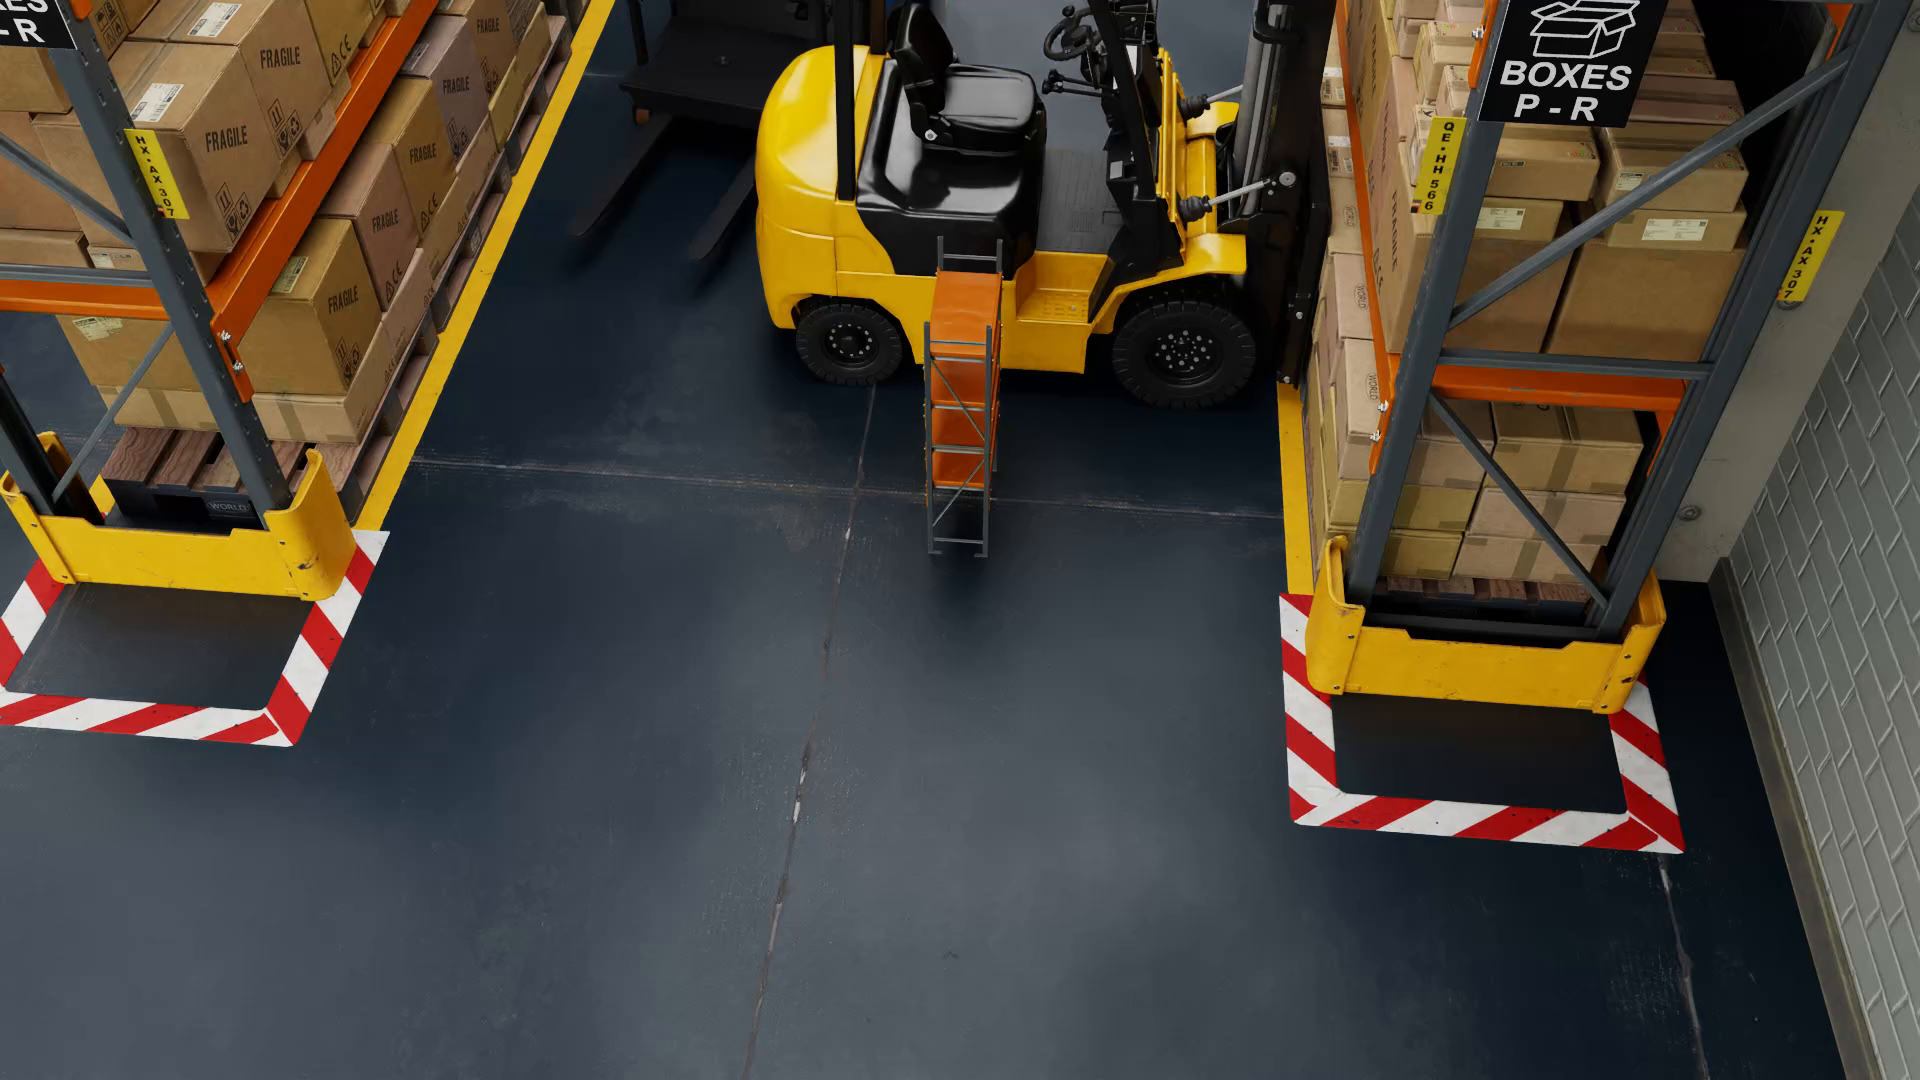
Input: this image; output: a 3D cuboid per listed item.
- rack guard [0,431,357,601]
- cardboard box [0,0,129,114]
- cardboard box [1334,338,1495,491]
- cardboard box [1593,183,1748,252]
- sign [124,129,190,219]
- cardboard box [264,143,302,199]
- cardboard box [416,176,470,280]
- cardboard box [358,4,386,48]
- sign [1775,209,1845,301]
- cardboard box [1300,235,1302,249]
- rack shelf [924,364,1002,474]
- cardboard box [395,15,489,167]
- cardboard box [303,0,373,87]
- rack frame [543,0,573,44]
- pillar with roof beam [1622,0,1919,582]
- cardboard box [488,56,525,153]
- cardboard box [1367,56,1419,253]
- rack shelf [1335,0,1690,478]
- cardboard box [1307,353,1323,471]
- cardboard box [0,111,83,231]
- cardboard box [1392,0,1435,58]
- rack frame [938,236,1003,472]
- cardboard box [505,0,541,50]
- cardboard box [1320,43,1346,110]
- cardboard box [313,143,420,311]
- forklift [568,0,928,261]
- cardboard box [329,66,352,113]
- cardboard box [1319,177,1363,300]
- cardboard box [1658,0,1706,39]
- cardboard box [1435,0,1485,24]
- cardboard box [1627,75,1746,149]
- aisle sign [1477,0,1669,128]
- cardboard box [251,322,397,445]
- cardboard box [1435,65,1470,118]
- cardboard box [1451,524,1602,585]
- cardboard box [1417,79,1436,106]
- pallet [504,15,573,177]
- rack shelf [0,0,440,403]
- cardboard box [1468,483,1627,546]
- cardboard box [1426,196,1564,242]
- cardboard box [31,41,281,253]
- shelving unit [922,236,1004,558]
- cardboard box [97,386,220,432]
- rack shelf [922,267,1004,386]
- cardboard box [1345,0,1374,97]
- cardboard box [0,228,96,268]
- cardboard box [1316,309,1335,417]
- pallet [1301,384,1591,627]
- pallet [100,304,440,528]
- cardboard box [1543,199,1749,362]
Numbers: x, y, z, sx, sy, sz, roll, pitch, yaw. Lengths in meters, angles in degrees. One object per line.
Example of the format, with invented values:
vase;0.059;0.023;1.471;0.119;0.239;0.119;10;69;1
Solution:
rack guard;-3.031;-0.091;6.494;1.175;0.500;0.348;4;48;4
cardboard box;-3.208;-1.740;5.362;0.700;0.500;0.500;3;48;3
cardboard box;1.637;-0.458;6.037;0.500;0.250;0.500;5;48;5
cardboard box;2.195;-1.032;5.154;0.380;0.149;0.250;3;48;3
sign;-2.497;-1.135;5.168;0.100;0.325;0.005;4;48;4
cardboard box;-2.687;-1.406;6.173;0.380;0.149;0.250;2;48;2
cardboard box;-2.597;-1.443;7.616;0.500;0.250;0.500;7;48;6
cardboard box;-2.610;-2.171;6.873;0.380;0.149;0.250;3;48;2
sign;2.458;-0.825;4.831;0.100;0.325;0.005;4;48;4
cardboard box;1.768;-1.243;7.433;0.500;0.250;0.500;5;48;5
rack shelf;0.015;-0.481;6.468;0.258;0.148;0.480;4;48;4
cardboard box;-2.550;-2.083;7.693;0.500;0.500;0.500;6;48;6
cardboard box;-2.629;-2.098;6.366;0.500;0.500;0.500;3;48;3
rack frame;-2.673;-3.818;8.209;1.000;3.000;0.127;4;48;4
pillar with roof beam;-1.420;-3.313;3.682;9.100;9.000;0.400;4;48;4
cardboard box;-2.498;-2.187;8.297;0.500;0.250;0.500;3;48;2
cardboard box;1.746;-1.341;5.876;0.500;0.500;0.500;5;48;5
rack shelf;2.088;-1.775;6.828;1.077;0.370;4.000;4;48;4
cardboard box;1.689;-0.493;6.747;0.500;0.250;0.500;4;48;4
cardboard box;-3.262;-1.430;5.756;0.500;0.500;0.500;3;48;3
cardboard box;1.748;-1.831;5.885;0.380;0.149;0.250;2;48;2
rack frame;0.037;-0.706;6.583;0.240;1.200;0.015;4;48;4
cardboard box;-2.460;-2.832;8.378;0.500;0.500;0.500;3;48;3
cardboard box;1.823;-1.962;7.413;0.500;0.250;0.500;5;48;5
cardboard box;-2.644;-1.322;6.997;0.500;0.500;0.500;2;48;2
forklift;-1.067;-3.260;7.746;1.130;2.935;3.031;13;49;11
cardboard box;-2.628;-1.781;6.517;0.380;0.149;0.250;5;48;5
cardboard box;1.714;-1.205;6.721;0.500;0.250;0.500;4;48;4
cardboard box;2.254;-1.699;5.562;0.380;0.149;0.250;4;48;4
cardboard box;1.814;-1.733;5.594;0.380;0.149;0.250;4;48;4
cardboard box;2.236;-1.324;5.220;0.380;0.149;0.250;5;48;5
aisle sign;1.607;-1.396;4.233;0.394;0.787;0.004;4;48;4
cardboard box;-2.689;-0.667;6.906;0.500;0.250;0.500;4;48;3
cardboard box;1.720;-1.361;5.253;0.380;0.149;0.250;4;48;4
cardboard box;2.145;-0.109;6.396;0.500;0.250;0.500;4;48;4
cardboard box;1.737;-1.450;5.536;0.380;0.149;0.250;5;48;4
pallet;-2.699;-2.381;8.785;1.003;0.211;1.213;4;48;4
rack shelf;-2.855;-2.106;7.131;1.077;0.370;4.000;4;48;4
cardboard box;2.156;-0.262;6.197;0.500;0.250;0.500;5;48;4
cardboard box;1.658;-1.074;5.192;0.380;0.149;0.250;5;48;4
cardboard box;-2.718;-1.342;5.676;0.500;0.500;0.500;3;48;3
shelving unit;0.015;-0.527;6.419;0.258;1.200;0.503;4;48;4
cardboard box;-3.230;-0.722;6.957;0.500;0.250;0.500;4;48;3
rack shelf;0.015;-0.792;6.129;0.258;0.148;0.480;4;48;4
cardboard box;1.827;-2.088;6.559;0.500;0.500;0.500;4;48;4
cardboard box;-3.216;-1.083;5.878;0.380;0.149;0.250;5;48;5
cardboard box;1.695;-0.677;6.576;0.500;0.250;0.500;3;48;3
pallet;1.934;-0.171;6.764;1.003;0.211;1.213;4;48;4
pallet;-2.921;-0.588;7.145;1.003;0.211;1.213;4;48;4
cardboard box;2.228;-0.927;5.497;0.500;0.500;0.500;5;48;5
